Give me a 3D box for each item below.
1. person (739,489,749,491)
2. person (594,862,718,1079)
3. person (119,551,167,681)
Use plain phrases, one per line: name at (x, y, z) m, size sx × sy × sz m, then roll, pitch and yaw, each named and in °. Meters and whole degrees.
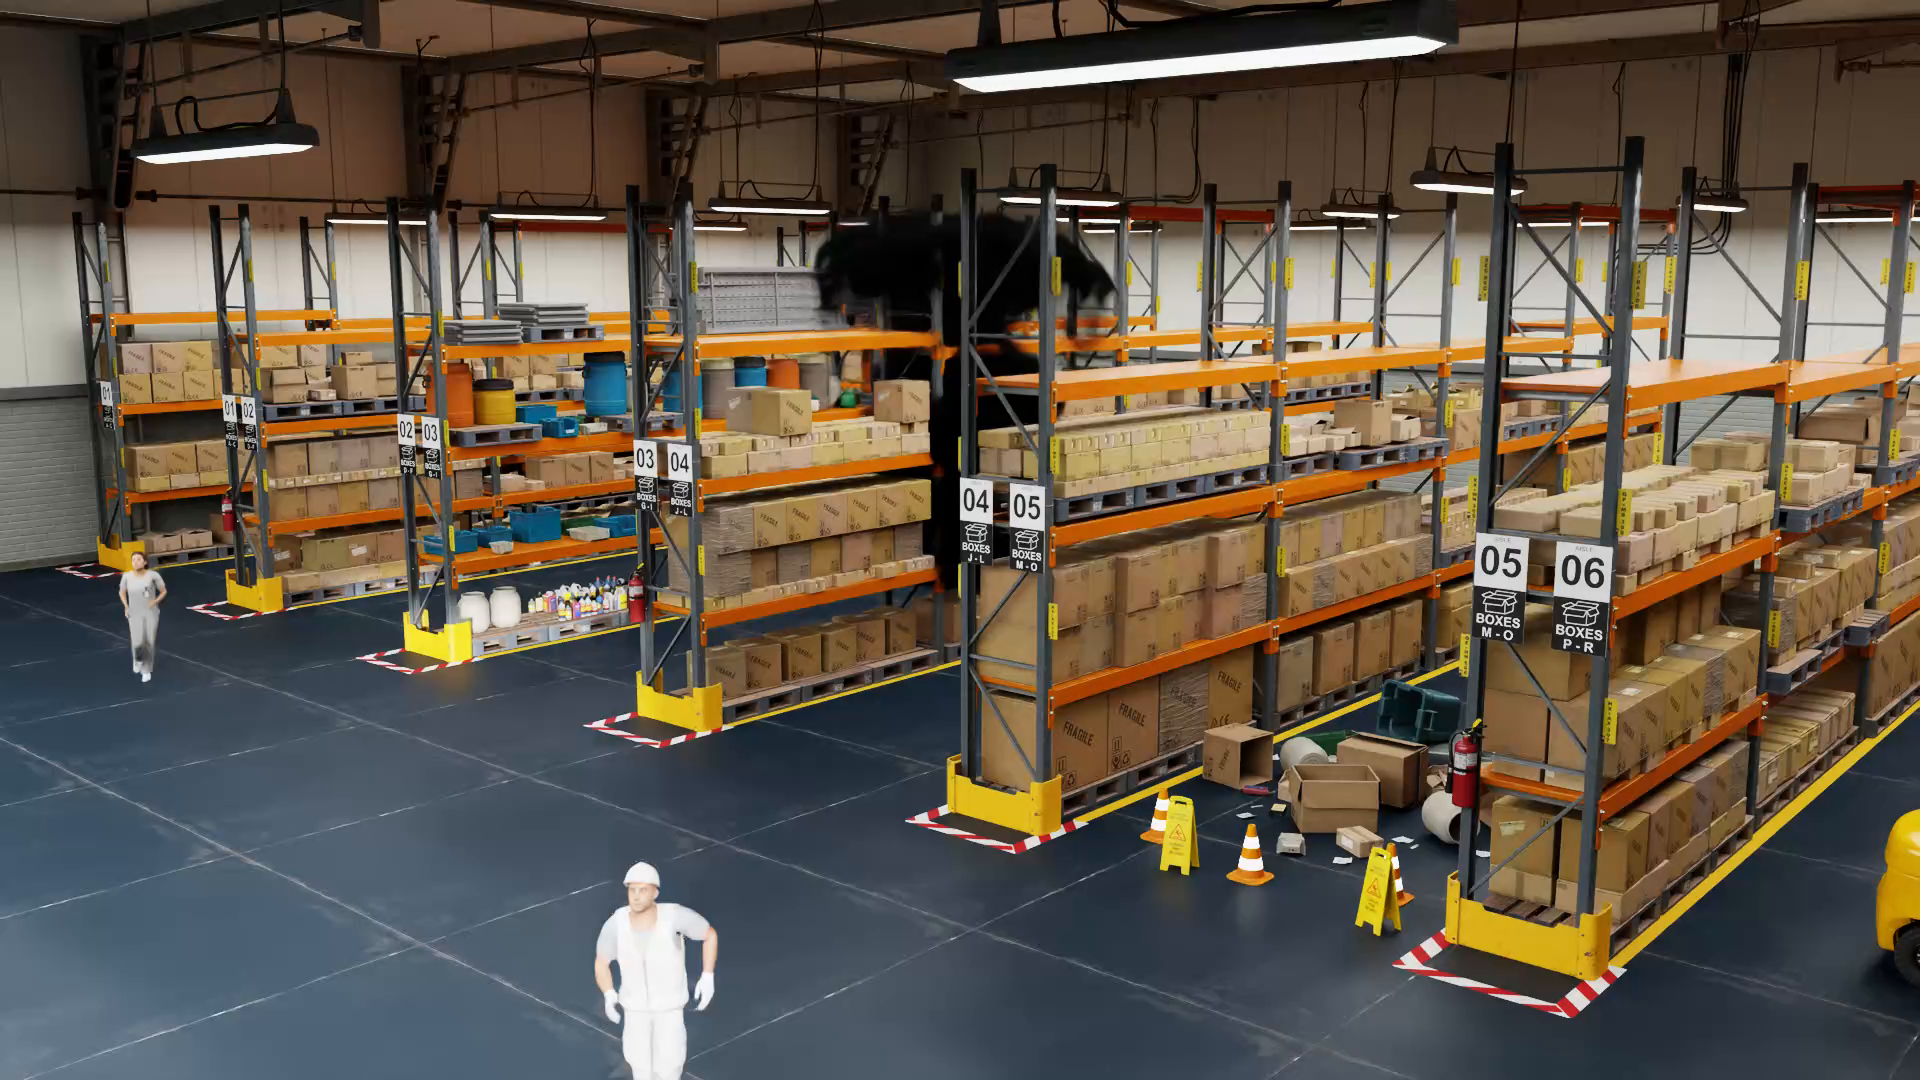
person at (-3.664, -0.671, 28.852) m, size 0.559 × 1.584 × 0.618 m, roll 8°, pitch 13°, yaw 41°
person at (-1.783, 2.724, 9.690) m, size 0.699 × 1.742 × 0.656 m, roll 0°, pitch 9°, yaw 2°
person at (-10.161, 0.943, 20.713) m, size 0.555 × 1.637 × 0.579 m, roll -3°, pitch 10°, yaw -19°
